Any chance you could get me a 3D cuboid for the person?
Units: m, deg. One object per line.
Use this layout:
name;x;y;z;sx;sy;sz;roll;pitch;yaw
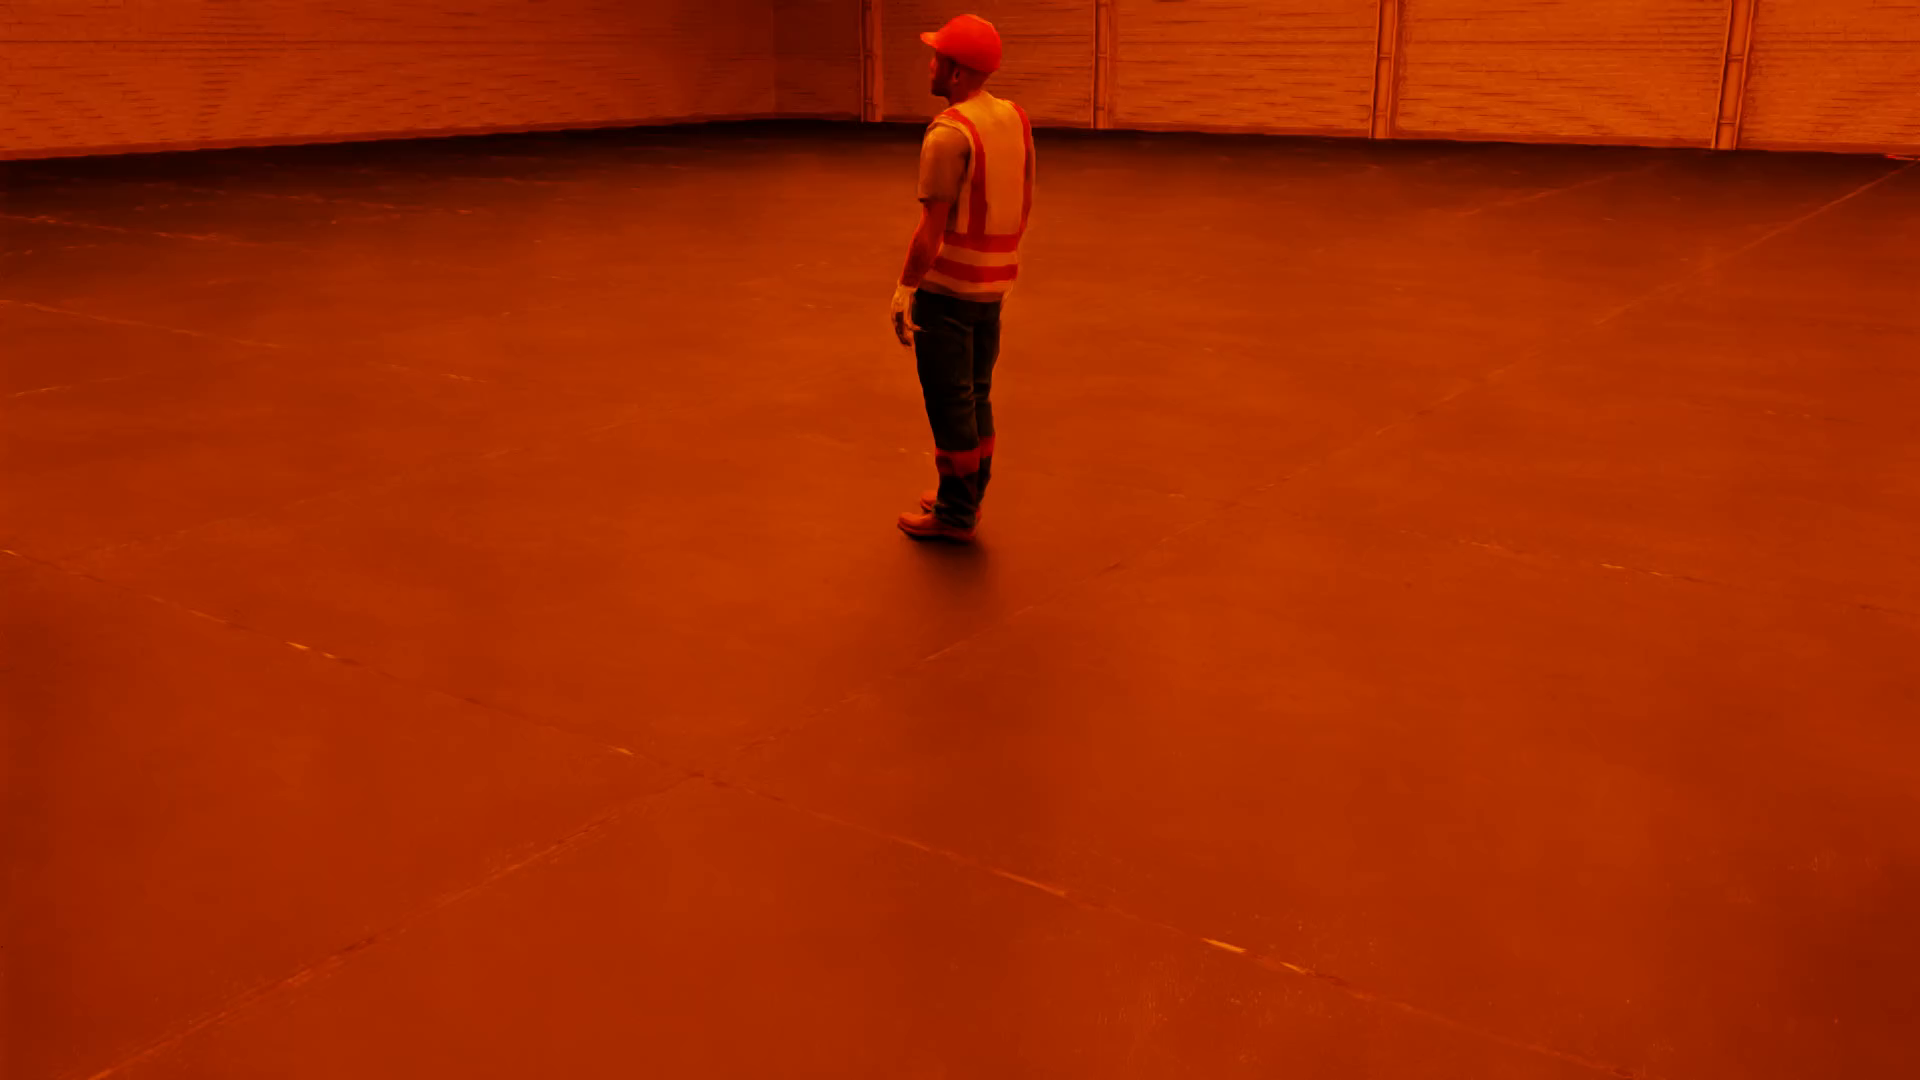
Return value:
person;-0.060;-0.879;5.743;0.563;1.787;0.637;11;20;33
